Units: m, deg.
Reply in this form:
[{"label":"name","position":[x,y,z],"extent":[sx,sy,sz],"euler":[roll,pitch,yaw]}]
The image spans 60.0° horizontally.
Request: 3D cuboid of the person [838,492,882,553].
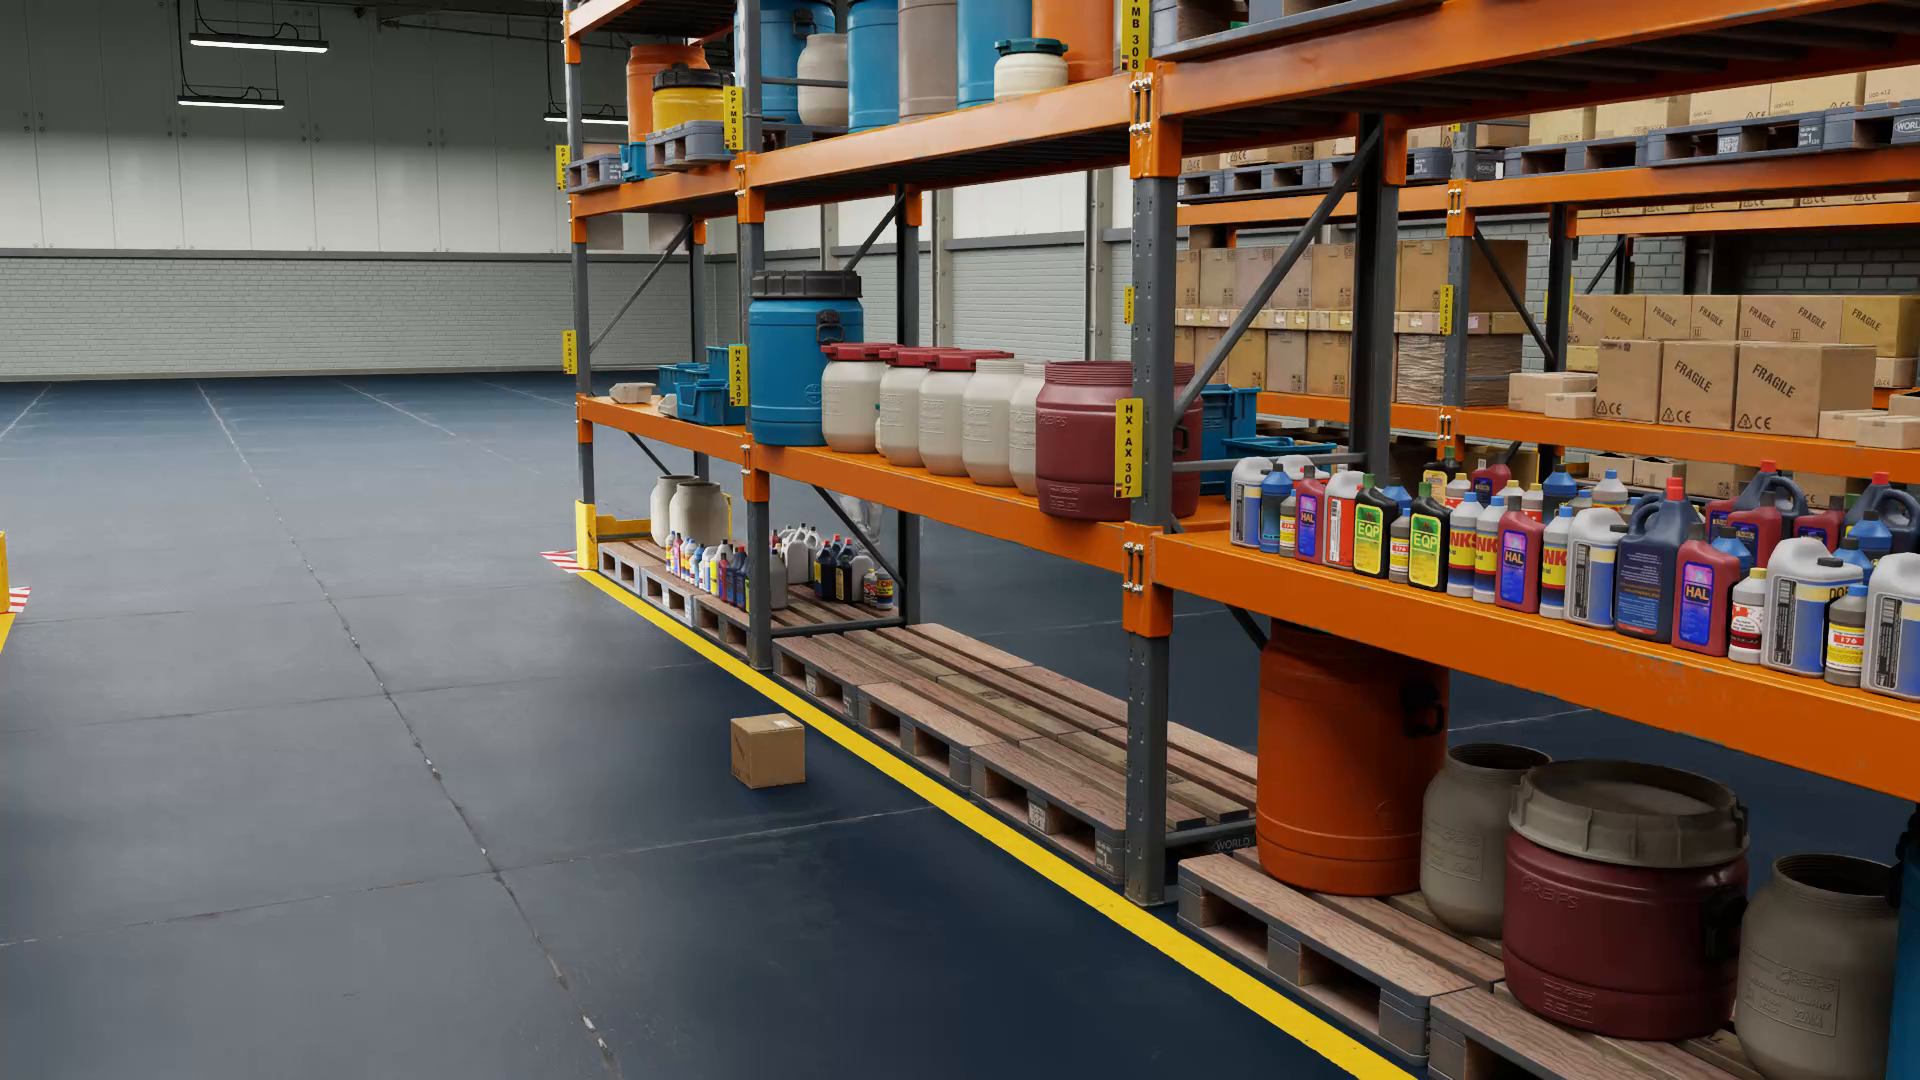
[{"label":"person","position":[-0.762,-0.723,13.207],"extent":[0.533,1.684,0.458],"euler":[-3,9,-22]}]
